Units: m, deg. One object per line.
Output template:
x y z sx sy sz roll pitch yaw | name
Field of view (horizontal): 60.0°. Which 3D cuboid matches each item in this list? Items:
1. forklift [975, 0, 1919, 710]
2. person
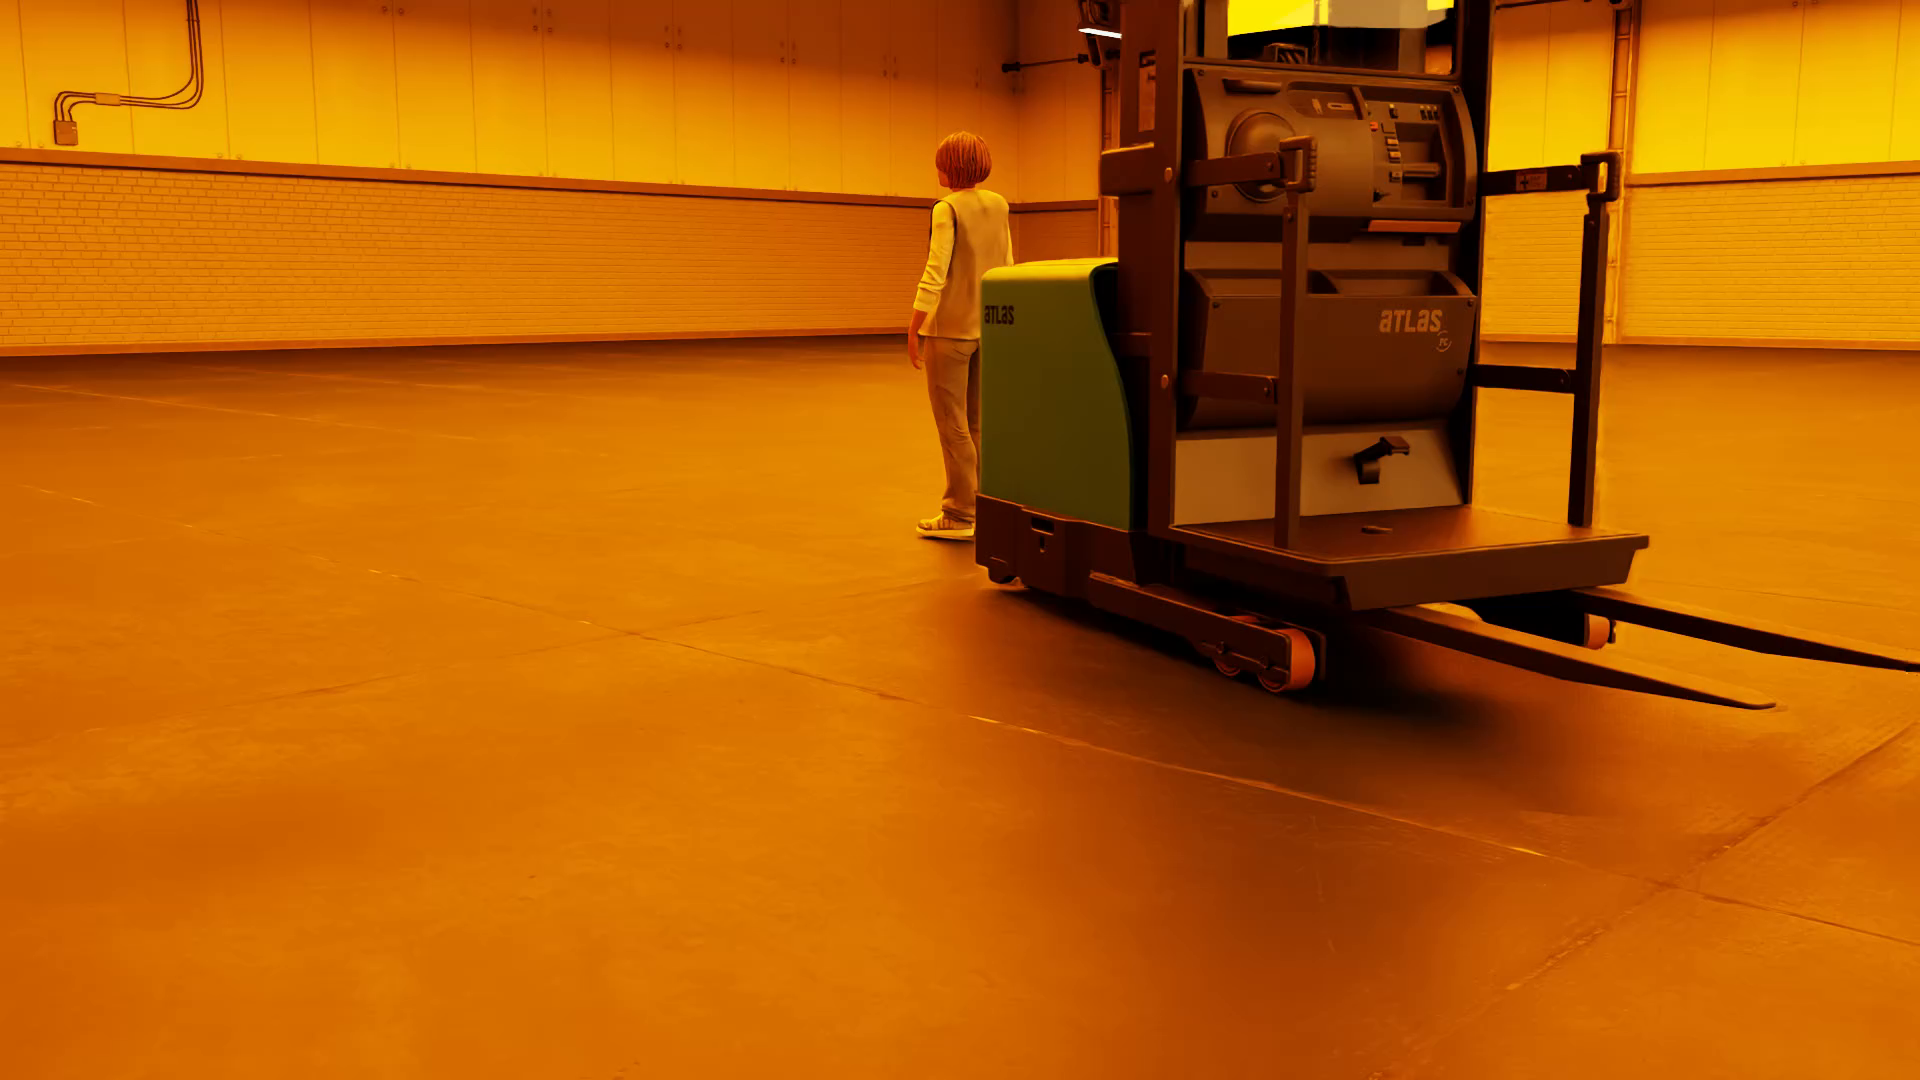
1.145 -1.139 4.438 1.130 2.935 3.031 -4 9 -25 | forklift
-0.044 -0.806 6.658 0.473 1.599 0.521 8 12 43 | person
